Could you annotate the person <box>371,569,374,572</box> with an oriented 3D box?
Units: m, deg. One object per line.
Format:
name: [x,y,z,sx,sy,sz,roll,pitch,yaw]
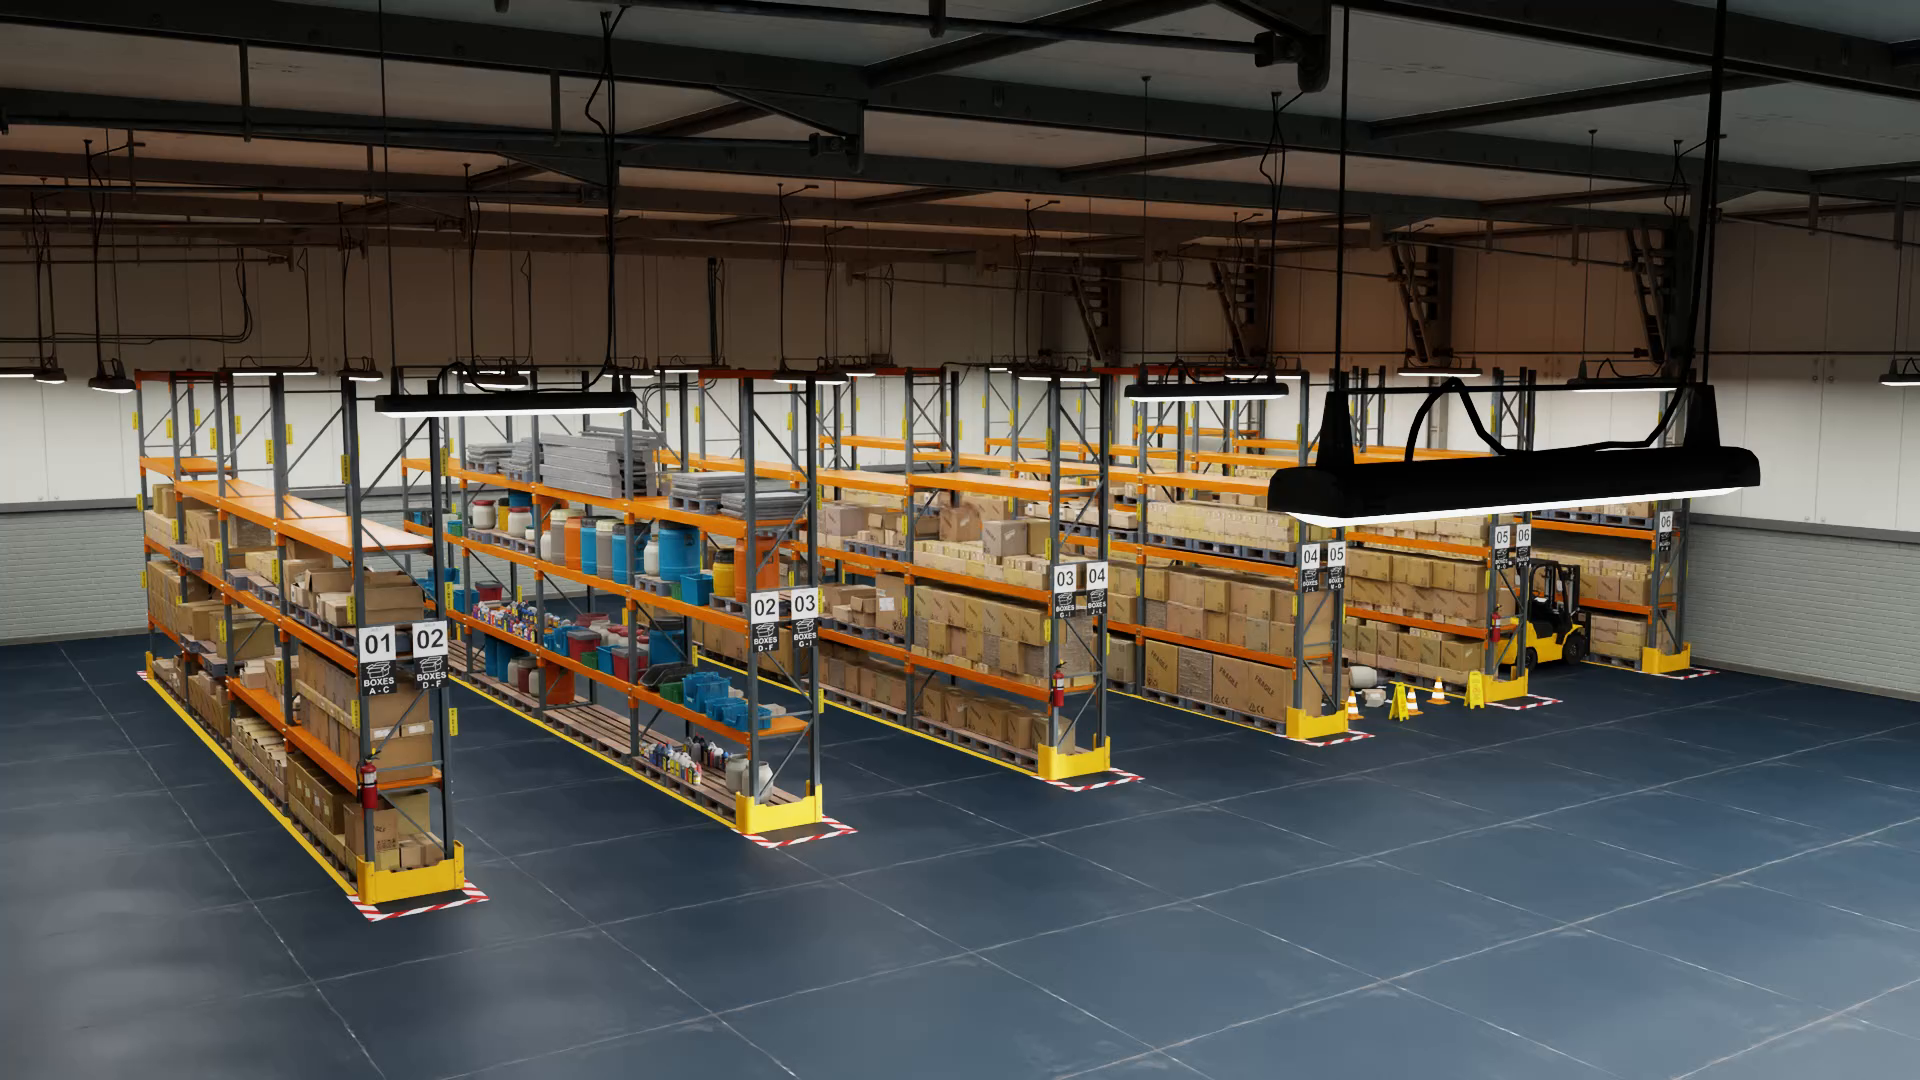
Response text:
person: [-12.849,1.419,36.297,0.482,1.608,0.990,-1,6,-5]

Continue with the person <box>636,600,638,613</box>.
person: [-7.560,1.043,39.784,1.013,1.577,0.480,2,7,15]
